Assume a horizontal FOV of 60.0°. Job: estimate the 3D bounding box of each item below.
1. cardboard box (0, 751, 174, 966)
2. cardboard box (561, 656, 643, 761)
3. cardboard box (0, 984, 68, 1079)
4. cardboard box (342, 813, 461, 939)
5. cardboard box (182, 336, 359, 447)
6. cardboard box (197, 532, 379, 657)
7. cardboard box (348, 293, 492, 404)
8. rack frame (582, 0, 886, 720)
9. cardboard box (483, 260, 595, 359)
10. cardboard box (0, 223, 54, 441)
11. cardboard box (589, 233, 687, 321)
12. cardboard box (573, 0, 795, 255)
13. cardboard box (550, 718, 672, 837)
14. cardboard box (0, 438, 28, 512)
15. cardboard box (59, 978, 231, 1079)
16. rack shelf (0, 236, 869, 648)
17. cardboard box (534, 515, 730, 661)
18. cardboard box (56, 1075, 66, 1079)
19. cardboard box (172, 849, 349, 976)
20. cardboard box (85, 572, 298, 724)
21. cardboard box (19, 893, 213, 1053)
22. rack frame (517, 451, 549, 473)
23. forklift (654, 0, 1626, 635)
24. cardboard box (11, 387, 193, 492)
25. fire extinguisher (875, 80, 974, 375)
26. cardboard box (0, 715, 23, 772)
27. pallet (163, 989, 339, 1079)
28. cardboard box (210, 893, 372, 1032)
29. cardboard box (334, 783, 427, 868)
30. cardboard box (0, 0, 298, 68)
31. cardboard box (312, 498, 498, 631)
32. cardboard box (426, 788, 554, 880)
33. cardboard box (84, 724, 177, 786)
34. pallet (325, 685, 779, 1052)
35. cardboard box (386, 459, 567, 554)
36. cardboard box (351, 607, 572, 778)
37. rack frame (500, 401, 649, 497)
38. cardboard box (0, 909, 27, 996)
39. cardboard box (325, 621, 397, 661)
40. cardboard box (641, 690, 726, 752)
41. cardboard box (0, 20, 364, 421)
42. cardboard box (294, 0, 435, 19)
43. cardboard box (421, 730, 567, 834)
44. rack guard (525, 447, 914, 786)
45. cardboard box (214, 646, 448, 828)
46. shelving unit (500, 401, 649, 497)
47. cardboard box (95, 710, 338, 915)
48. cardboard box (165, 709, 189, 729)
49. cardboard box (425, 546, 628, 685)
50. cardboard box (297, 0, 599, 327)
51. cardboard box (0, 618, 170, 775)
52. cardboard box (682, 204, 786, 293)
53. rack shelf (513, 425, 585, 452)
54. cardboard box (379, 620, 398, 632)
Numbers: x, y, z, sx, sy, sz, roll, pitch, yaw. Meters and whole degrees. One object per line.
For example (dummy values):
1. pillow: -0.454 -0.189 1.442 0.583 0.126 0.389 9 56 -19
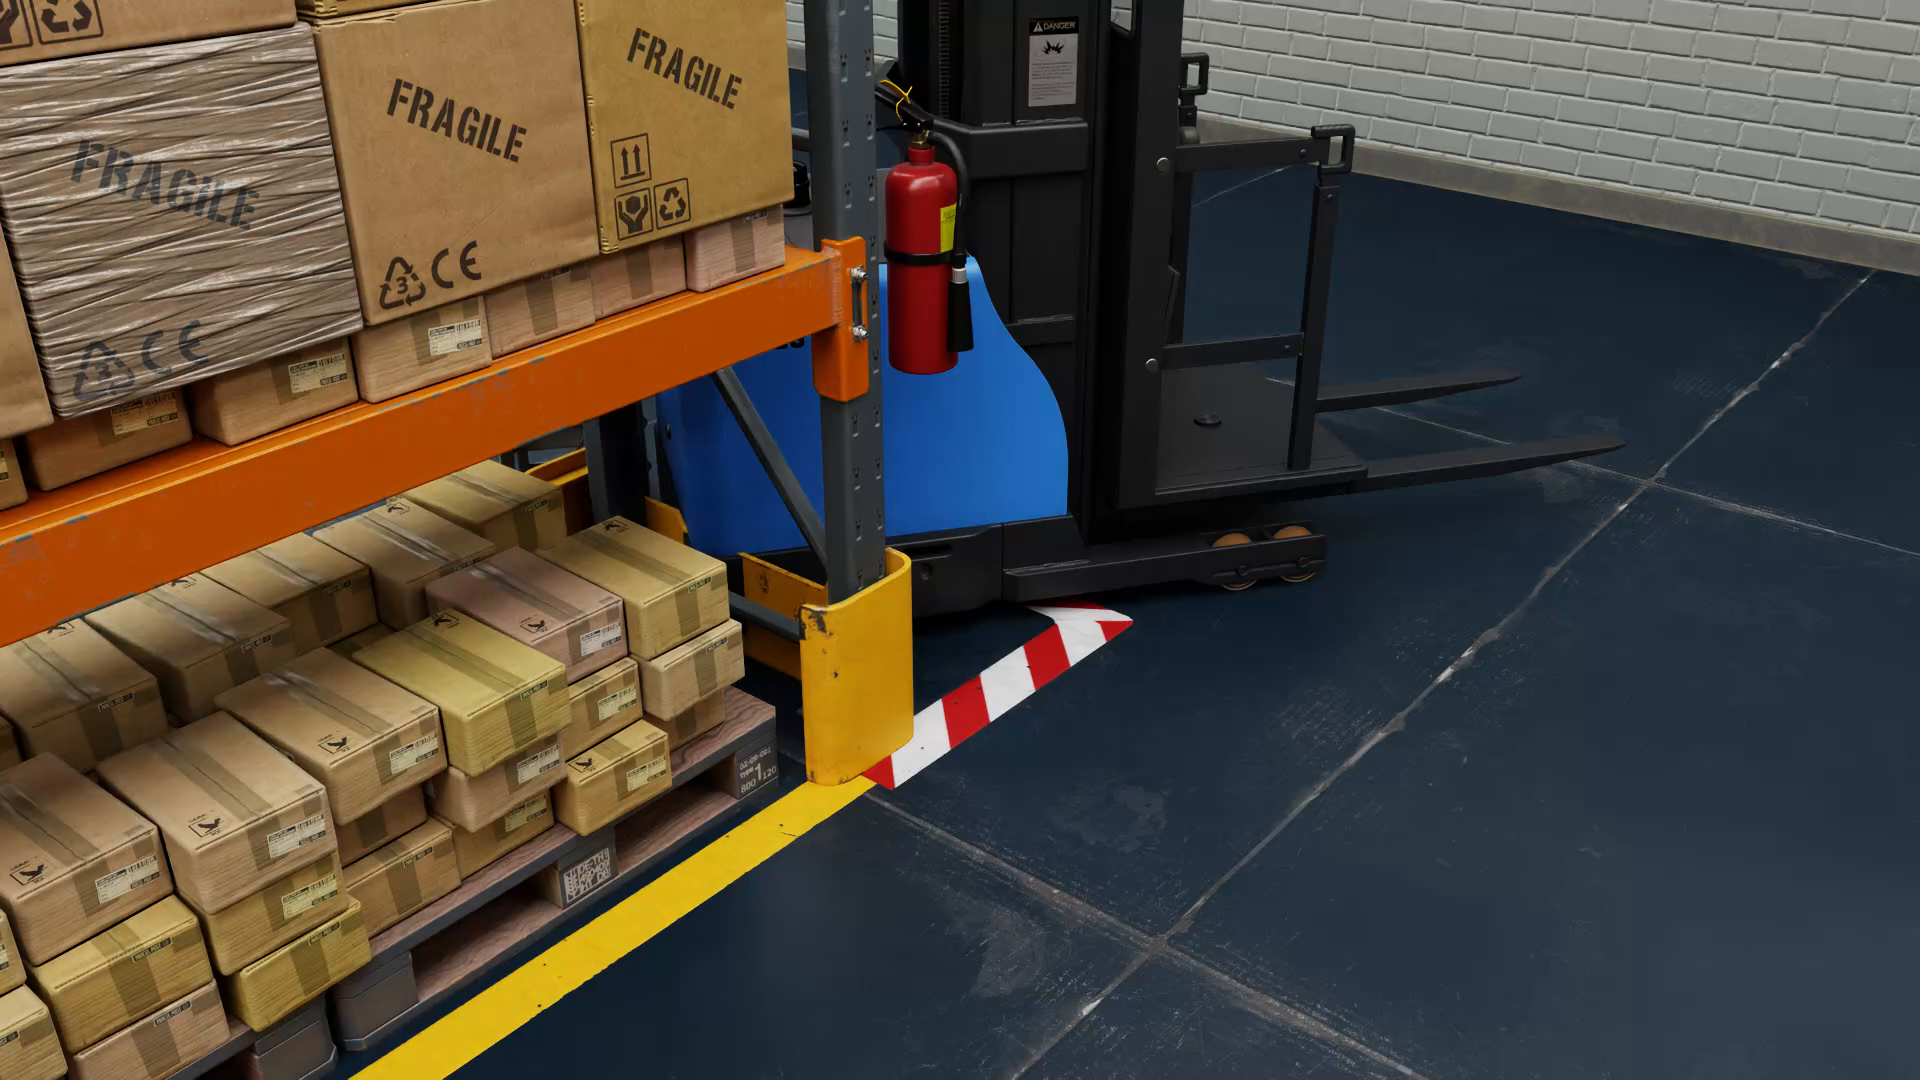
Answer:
1. cardboard box: -1.611 0.550 2.920 0.380 0.149 0.250 19 33 33
2. cardboard box: -0.928 0.321 3.687 0.380 0.149 0.250 20 33 33
3. cardboard box: -1.700 0.807 2.747 0.380 0.149 0.250 21 34 35
4. cardboard box: -1.245 0.634 3.406 0.380 0.149 0.250 21 34 35
5. cardboard box: -1.264 -0.312 2.862 0.380 0.149 0.250 19 33 32
6. cardboard box: -1.542 0.112 3.766 0.380 0.149 0.250 21 34 34
7. cardboard box: -1.073 -0.397 3.026 0.380 0.149 0.250 22 34 36
8. rack frame: -0.605 -0.974 3.869 1.000 3.000 0.127 21 34 34
9. cardboard box: -0.929 -0.494 3.214 0.380 0.149 0.250 20 34 34
10. cardboard box: -1.664 -0.379 2.285 0.500 0.500 0.500 23 35 37
11. cardboard box: -0.781 -0.587 3.394 0.380 0.149 0.250 21 34 34
12. cardboard box: -0.692 -0.916 3.324 0.500 0.500 0.500 22 34 35
13. cardboard box: -0.864 0.474 3.715 0.380 0.149 0.250 22 35 36
14. cardboard box: -1.637 -0.135 2.519 0.380 0.149 0.250 21 34 35
15. cardboard box: -1.549 0.833 3.020 0.380 0.149 0.250 22 34 35
16. rack shelf: -1.877 0.054 2.663 1.077 0.370 4.000 21 34 34
17. cardboard box: -0.746 0.103 3.785 0.380 0.149 0.250 21 34 35
18. cardboard box: -1.767 0.901 2.889 0.380 0.149 0.250 22 34 36
19. cardboard box: -1.369 0.616 3.117 0.380 0.149 0.250 21 34 35
20. cardboard box: -1.636 0.225 3.550 0.380 0.149 0.250 19 33 32
21. cardboard box: -1.546 0.701 2.952 0.380 0.149 0.250 23 35 37
22. rack frame: -1.262 -0.835 5.232 0.400 1.500 0.023 -6 28 -11
23. forklift: 0.604 -1.350 4.739 3.031 2.867 1.129 -7 28 -14
24. cardboard box: -1.481 -0.234 2.710 0.380 0.149 0.250 19 33 32
25. fire extinguisher: -0.088 -0.729 3.884 0.296 0.674 0.183 21 34 34
26. cardboard box: -2.022 0.400 3.210 0.380 0.149 0.250 21 34 35
27. pallet: -1.973 0.999 3.088 1.003 0.211 1.213 21 34 34
28. cardboard box: -1.359 0.742 3.196 0.380 0.149 0.250 19 33 32
29. cardboard box: -1.300 0.494 3.353 0.380 0.149 0.250 20 34 34
30. cardboard box: -1.350 -0.993 2.385 0.500 0.500 0.500 23 35 37
31. cardboard box: -1.283 0.061 3.867 0.380 0.149 0.250 21 34 35
32. cardboard box: -1.098 0.542 3.583 0.380 0.149 0.250 21 34 34
33. cardboard box: -1.783 0.458 3.421 0.380 0.149 0.250 19 33 32
34. pallet: -1.197 0.569 3.921 1.003 0.211 1.213 21 34 34
35. cardboard box: -1.200 -0.072 4.124 0.380 0.149 0.250 19 33 32
36. cardboard box: -1.017 0.304 3.396 0.380 0.149 0.250 20 33 33
37. rack frame: -1.101 -0.507 4.598 0.400 1.500 0.023 -6 28 -11
38. cardboard box: -1.756 0.651 2.725 0.380 0.149 0.250 21 34 35
39. cardboard box: -1.441 0.277 3.771 0.380 0.149 0.250 21 34 35
40. cardboard box: -0.778 0.353 3.949 0.380 0.149 0.250 21 34 35
41. cardboard box: -1.338 -0.553 2.621 0.500 0.500 0.500 21 34 35
42. cardboard box: -1.026 -1.180 2.746 0.500 0.500 0.500 19 33 33
43. cardboard box: -1.049 0.429 3.479 0.380 0.149 0.250 19 33 32
44. rack guard: -0.653 0.163 4.391 1.175 0.500 0.348 21 34 34
45. cardboard box: -1.230 0.377 3.254 0.380 0.149 0.250 19 33 32
46. shelving unit: -1.181 -0.671 4.915 0.431 1.500 0.755 -6 28 -11
47. cardboard box: -1.358 0.489 3.038 0.380 0.149 0.250 22 35 36
48. cardboard box: -1.688 0.336 3.657 0.380 0.149 0.250 22 35 36
49. cardboard box: -0.950 0.175 3.645 0.380 0.149 0.250 22 34 35
50. cardboard box: -1.023 -0.735 2.974 0.500 0.500 0.500 20 33 34
51. cardboard box: -1.819 0.320 3.365 0.380 0.149 0.250 22 35 36
52. cardboard box: -0.594 -0.665 3.543 0.380 0.149 0.250 21 34 34
53. rack shelf: -1.181 -0.445 5.032 0.332 0.071 0.664 -6 28 -11
54. cardboard box: -1.354 0.165 3.989 0.380 0.149 0.250 21 34 34
